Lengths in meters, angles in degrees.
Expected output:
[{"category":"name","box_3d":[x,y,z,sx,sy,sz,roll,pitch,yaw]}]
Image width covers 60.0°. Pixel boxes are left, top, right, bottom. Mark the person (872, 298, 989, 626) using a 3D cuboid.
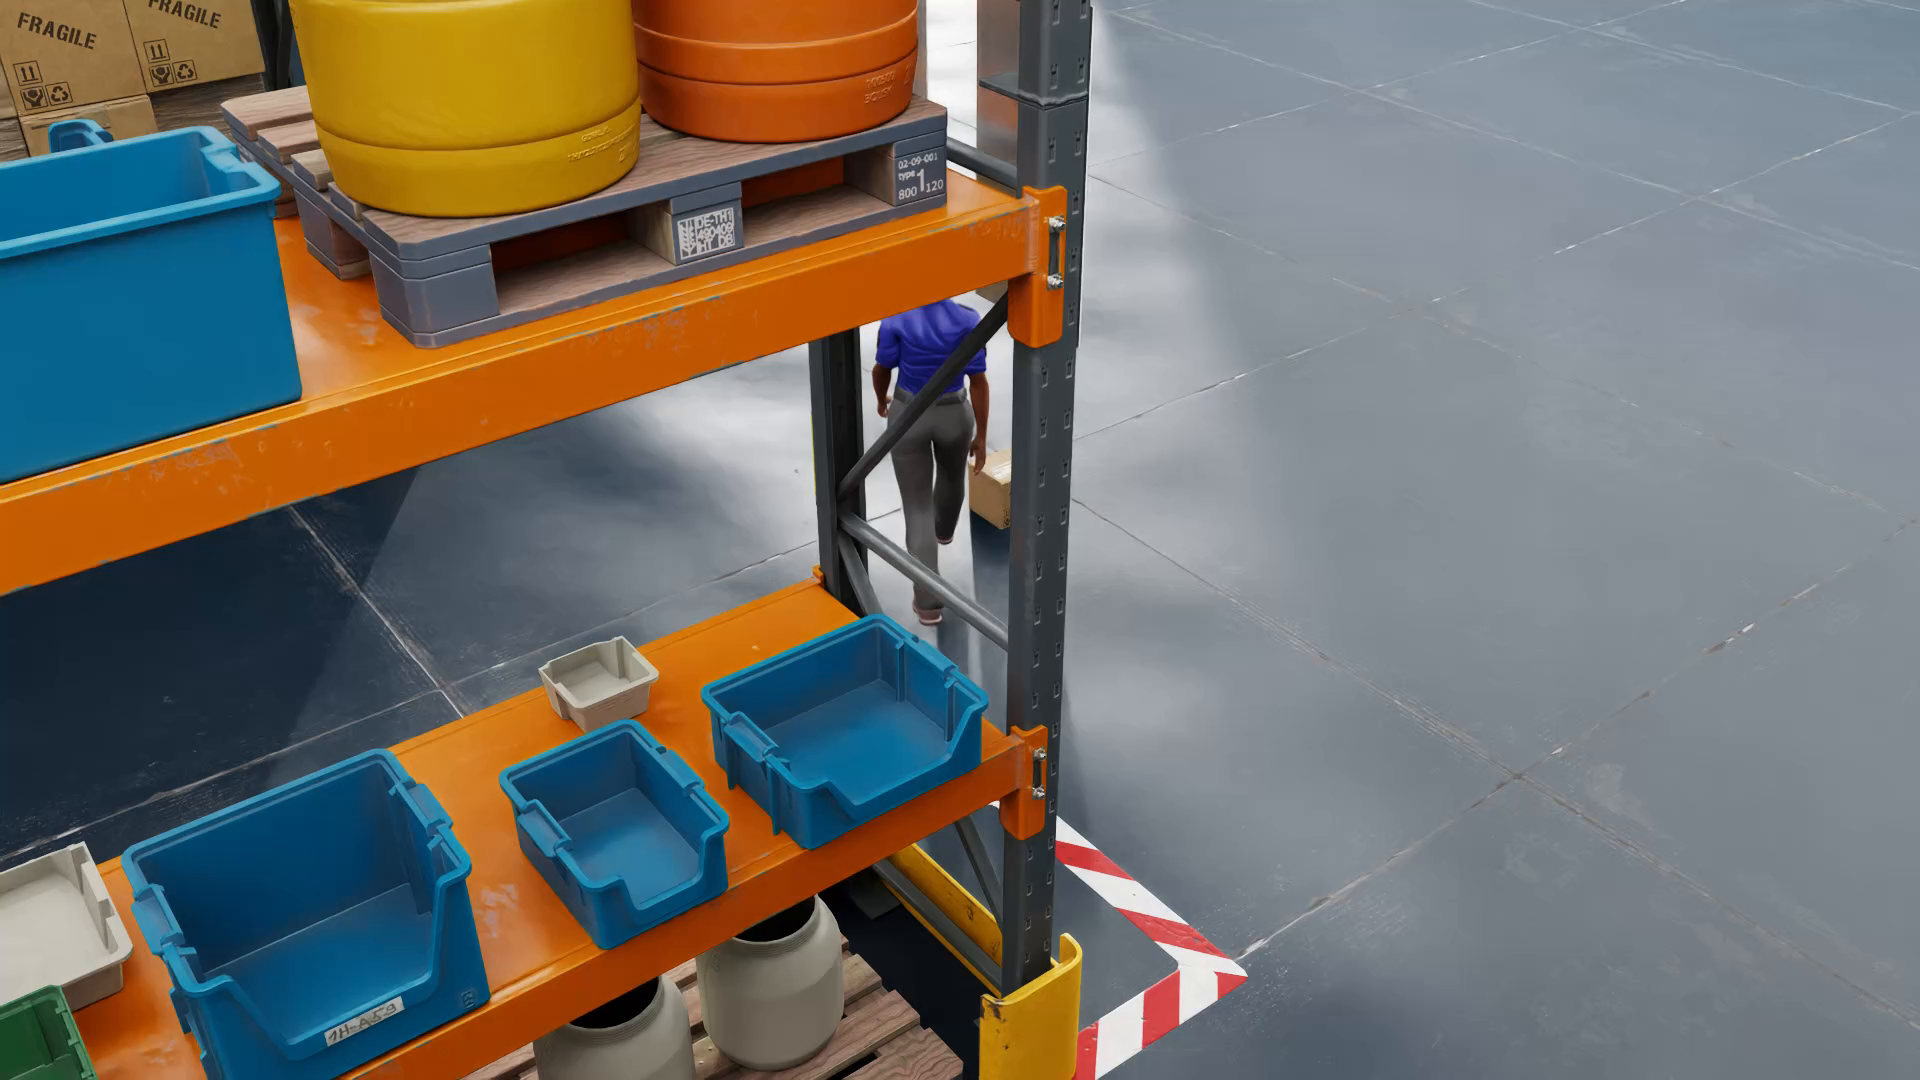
[{"category":"person","box_3d":[-0.137,-0.537,6.984,0.458,1.599,0.966,-5,33,-8]}]
